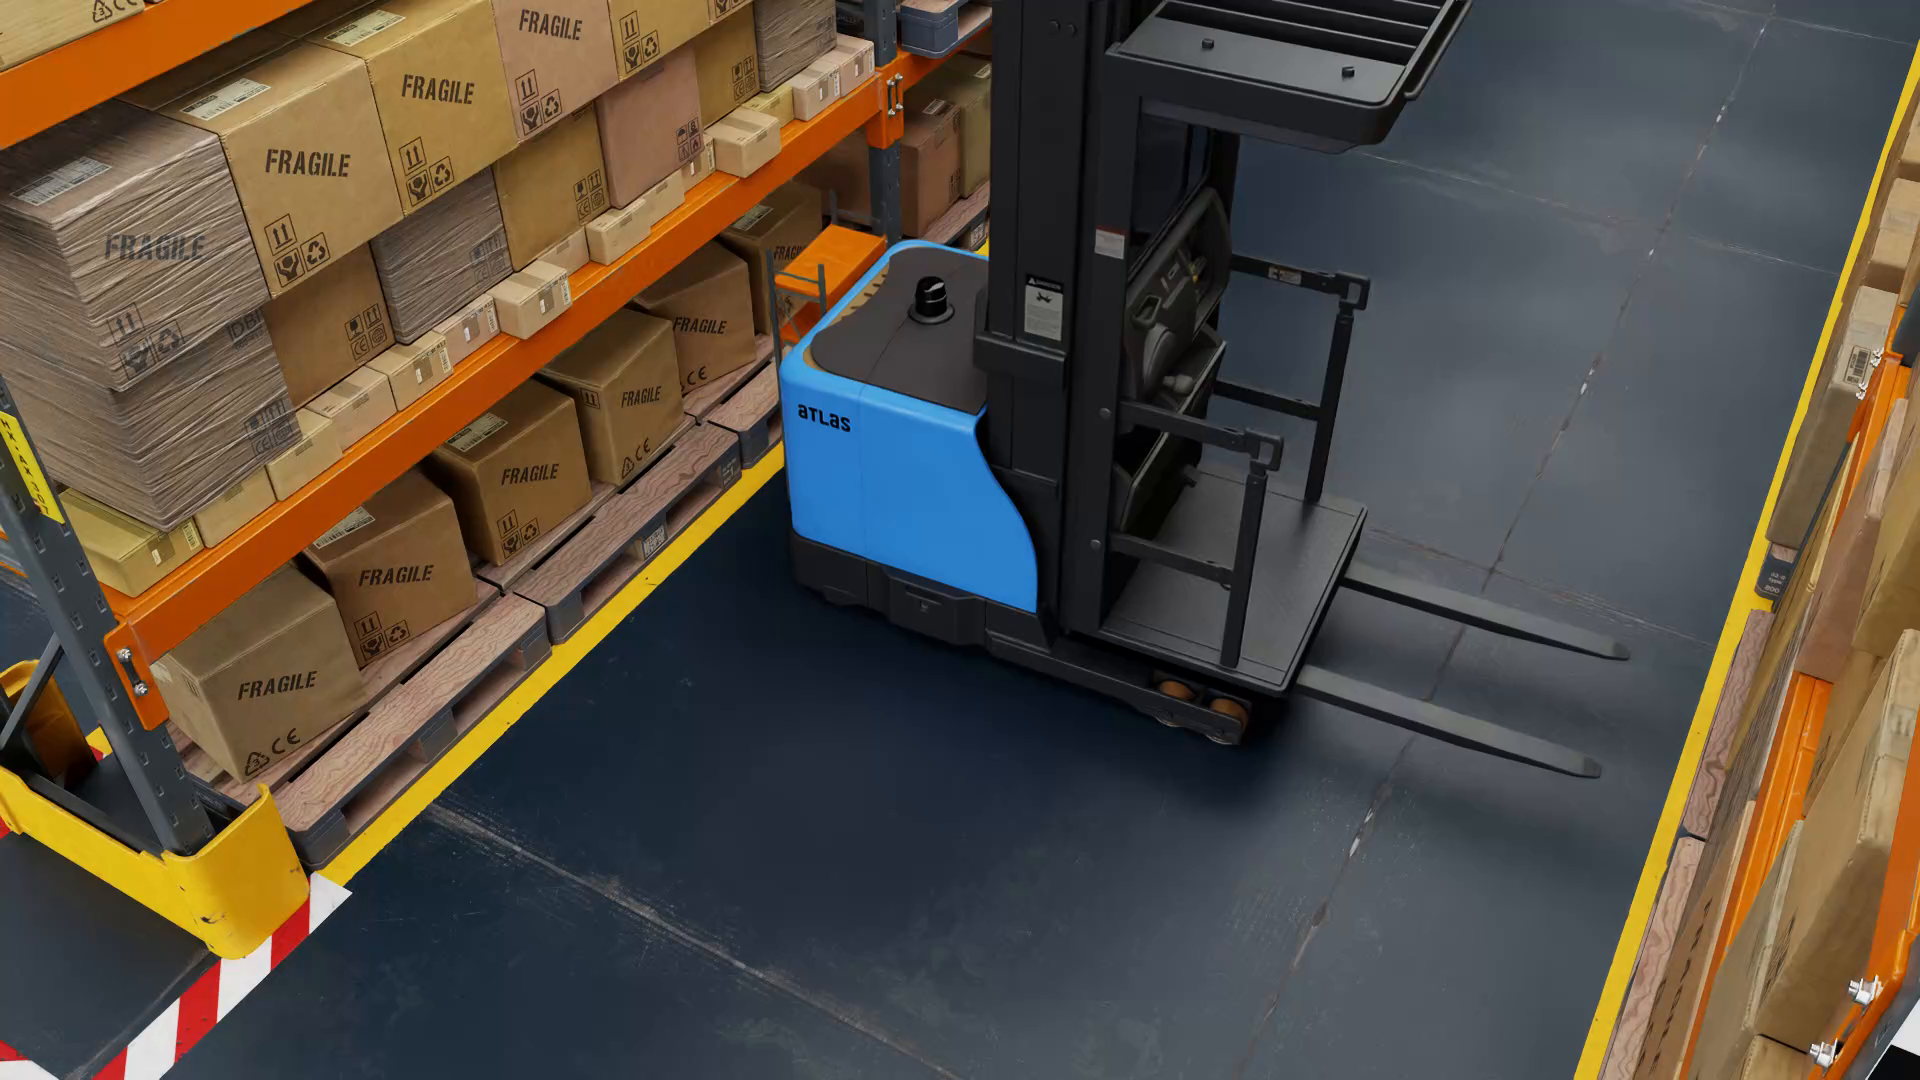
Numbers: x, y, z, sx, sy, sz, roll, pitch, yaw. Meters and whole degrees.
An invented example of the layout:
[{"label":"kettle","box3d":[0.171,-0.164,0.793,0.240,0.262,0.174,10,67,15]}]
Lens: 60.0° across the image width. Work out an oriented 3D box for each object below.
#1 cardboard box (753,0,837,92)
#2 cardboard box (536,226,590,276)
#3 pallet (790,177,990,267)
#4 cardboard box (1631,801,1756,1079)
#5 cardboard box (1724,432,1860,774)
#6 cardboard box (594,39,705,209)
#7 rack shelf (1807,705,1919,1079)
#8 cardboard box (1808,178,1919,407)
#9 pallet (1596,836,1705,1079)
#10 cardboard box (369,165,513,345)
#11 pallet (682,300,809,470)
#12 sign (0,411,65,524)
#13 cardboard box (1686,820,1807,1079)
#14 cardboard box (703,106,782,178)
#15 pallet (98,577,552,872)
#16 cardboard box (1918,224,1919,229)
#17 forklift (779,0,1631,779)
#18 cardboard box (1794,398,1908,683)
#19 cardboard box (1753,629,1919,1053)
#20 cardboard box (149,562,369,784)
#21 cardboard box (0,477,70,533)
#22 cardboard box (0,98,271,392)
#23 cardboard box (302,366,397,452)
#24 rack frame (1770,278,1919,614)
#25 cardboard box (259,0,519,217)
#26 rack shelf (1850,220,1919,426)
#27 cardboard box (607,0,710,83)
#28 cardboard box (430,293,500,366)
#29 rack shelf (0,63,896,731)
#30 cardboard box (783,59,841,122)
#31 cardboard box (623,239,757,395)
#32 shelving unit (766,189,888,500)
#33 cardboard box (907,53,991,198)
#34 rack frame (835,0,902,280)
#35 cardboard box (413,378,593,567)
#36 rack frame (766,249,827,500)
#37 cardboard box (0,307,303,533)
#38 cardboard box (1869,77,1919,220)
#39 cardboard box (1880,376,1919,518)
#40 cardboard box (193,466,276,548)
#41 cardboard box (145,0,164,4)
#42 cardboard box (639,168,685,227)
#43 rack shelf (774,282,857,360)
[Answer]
[{"label":"cardboard box","box3d":[-1.007,-2.234,6.717,0.875,0.500,0.500,21,45,22]},{"label":"cardboard box","box3d":[-1.536,-1.037,5.847,0.380,0.149,0.250,21,45,22]},{"label":"pallet","box3d":[-0.340,-1.722,8.545,1.003,0.211,1.213,21,45,22]},{"label":"cardboard box","box3d":[2.234,1.390,4.191,0.875,0.875,0.875,20,45,21]},{"label":"cardboard box","box3d":[3.140,0.352,5.370,0.875,0.875,0.875,22,46,23]},{"label":"cardboard box","box3d":[-1.451,-1.640,6.042,0.875,0.500,0.500,21,45,22]},{"label":"rack shelf","box3d":[2.514,-0.335,3.136,1.077,0.370,4.000,21,45,22]},{"label":"cardboard box","box3d":[4.234,-0.873,6.856,1.050,0.750,0.750,21,45,22]},{"label":"pallet","box3d":[2.457,1.533,4.850,1.003,0.211,1.213,21,45,22]},{"label":"cardboard box","box3d":[-1.997,-1.086,5.413,0.875,0.500,0.500,21,45,22]},{"label":"pallet","box3d":[-1.034,-0.880,7.589,1.003,0.211,1.213,21,45,22]},{"label":"sign","box3d":[-2.260,-0.179,4.029,0.100,0.325,0.005,21,45,22]},{"label":"cardboard box","box3d":[1.916,1.059,3.164,0.875,0.550,0.550,21,45,22]},{"label":"cardboard box","box3d":[-0.921,-1.565,6.447,0.380,0.149,0.250,21,45,22]},{"label":"pallet","box3d":[-2.255,0.516,6.004,1.003,0.211,1.213,21,45,22]},{"label":"cardboard box","box3d":[3.798,-1.338,5.924,0.500,0.500,0.500,20,45,22]},{"label":"forklift","box3d":[0.901,-0.776,5.413,3.031,2.935,1.130,18,44,19]},{"label":"cardboard box","box3d":[2.713,0.127,4.223,0.875,0.550,0.550,21,45,22]},{"label":"cardboard box","box3d":[1.928,0.658,2.802,0.875,0.550,0.550,21,45,22]},{"label":"cardboard box","box3d":[-2.403,0.395,5.605,0.500,0.500,0.500,30,49,29]},{"label":"cardboard box","box3d":[-2.766,-0.170,4.864,0.380,0.149,0.250,21,45,22]},{"label":"cardboard box","box3d":[-2.219,-0.782,4.312,0.500,0.500,0.500,21,45,22]},{"label":"cardboard box","box3d":[-1.994,-0.448,5.179,0.380,0.149,0.250,21,45,22]},{"label":"rack frame","box3d":[3.515,-0.624,5.189,1.000,3.000,0.127,21,45,22]},{"label":"cardboard box","box3d":[-1.714,-1.353,4.959,0.500,0.500,0.500,21,45,22]},{"label":"rack shelf","box3d":[4.516,-1.498,6.726,1.077,0.370,4.000,21,45,22]},{"label":"cardboard box","box3d":[-1.216,-1.926,5.610,0.500,0.500,0.500,21,45,22]},{"label":"cardboard box","box3d":[-1.761,-0.741,5.512,0.380,0.149,0.250,21,45,22]},{"label":"rack shelf","box3d":[-1.729,-0.908,6.056,1.077,0.370,4.000,21,45,22]},{"label":"cardboard box","box3d":[-0.715,-1.868,6.791,0.380,0.149,0.250,21,45,22]},{"label":"cardboard box","box3d":[-1.243,-0.996,7.185,0.500,0.500,0.500,-30,50,-30]},{"label":"shelving unit","box3d":[-0.502,-0.734,6.675,0.258,1.200,0.503,18,44,19]},{"label":"cardboard box","box3d":[-0.148,-2.160,8.492,0.700,0.500,0.500,21,45,22]},{"label":"rack frame","box3d":[-0.729,-2.322,7.117,1.000,3.000,0.127,21,45,22]},{"label":"cardboard box","box3d":[-1.804,-0.310,6.406,0.500,0.500,0.500,25,47,26]},{"label":"rack frame","box3d":[-0.607,-0.588,6.510,0.240,1.200,0.015,18,44,19]},{"label":"cardboard box","box3d":[-2.431,-0.488,4.734,0.875,0.500,0.500,21,45,22]},{"label":"cardboard box","box3d":[5.134,-1.907,8.031,1.050,0.750,0.750,20,45,22]},{"label":"cardboard box","box3d":[2.737,-0.269,3.855,0.875,0.550,0.550,21,45,22]},{"label":"cardboard box","box3d":[-2.240,-0.160,4.852,0.380,0.149,0.250,21,45,22]},{"label":"cardboard box","box3d":[-2.013,-1.590,4.130,0.500,0.250,0.500,20,45,21]},{"label":"cardboard box","box3d":[-1.250,-1.309,6.157,0.380,0.149,0.250,21,45,22]},{"label":"rack shelf","box3d":[-0.502,-0.851,6.572,0.258,0.148,0.480,18,44,19]}]
